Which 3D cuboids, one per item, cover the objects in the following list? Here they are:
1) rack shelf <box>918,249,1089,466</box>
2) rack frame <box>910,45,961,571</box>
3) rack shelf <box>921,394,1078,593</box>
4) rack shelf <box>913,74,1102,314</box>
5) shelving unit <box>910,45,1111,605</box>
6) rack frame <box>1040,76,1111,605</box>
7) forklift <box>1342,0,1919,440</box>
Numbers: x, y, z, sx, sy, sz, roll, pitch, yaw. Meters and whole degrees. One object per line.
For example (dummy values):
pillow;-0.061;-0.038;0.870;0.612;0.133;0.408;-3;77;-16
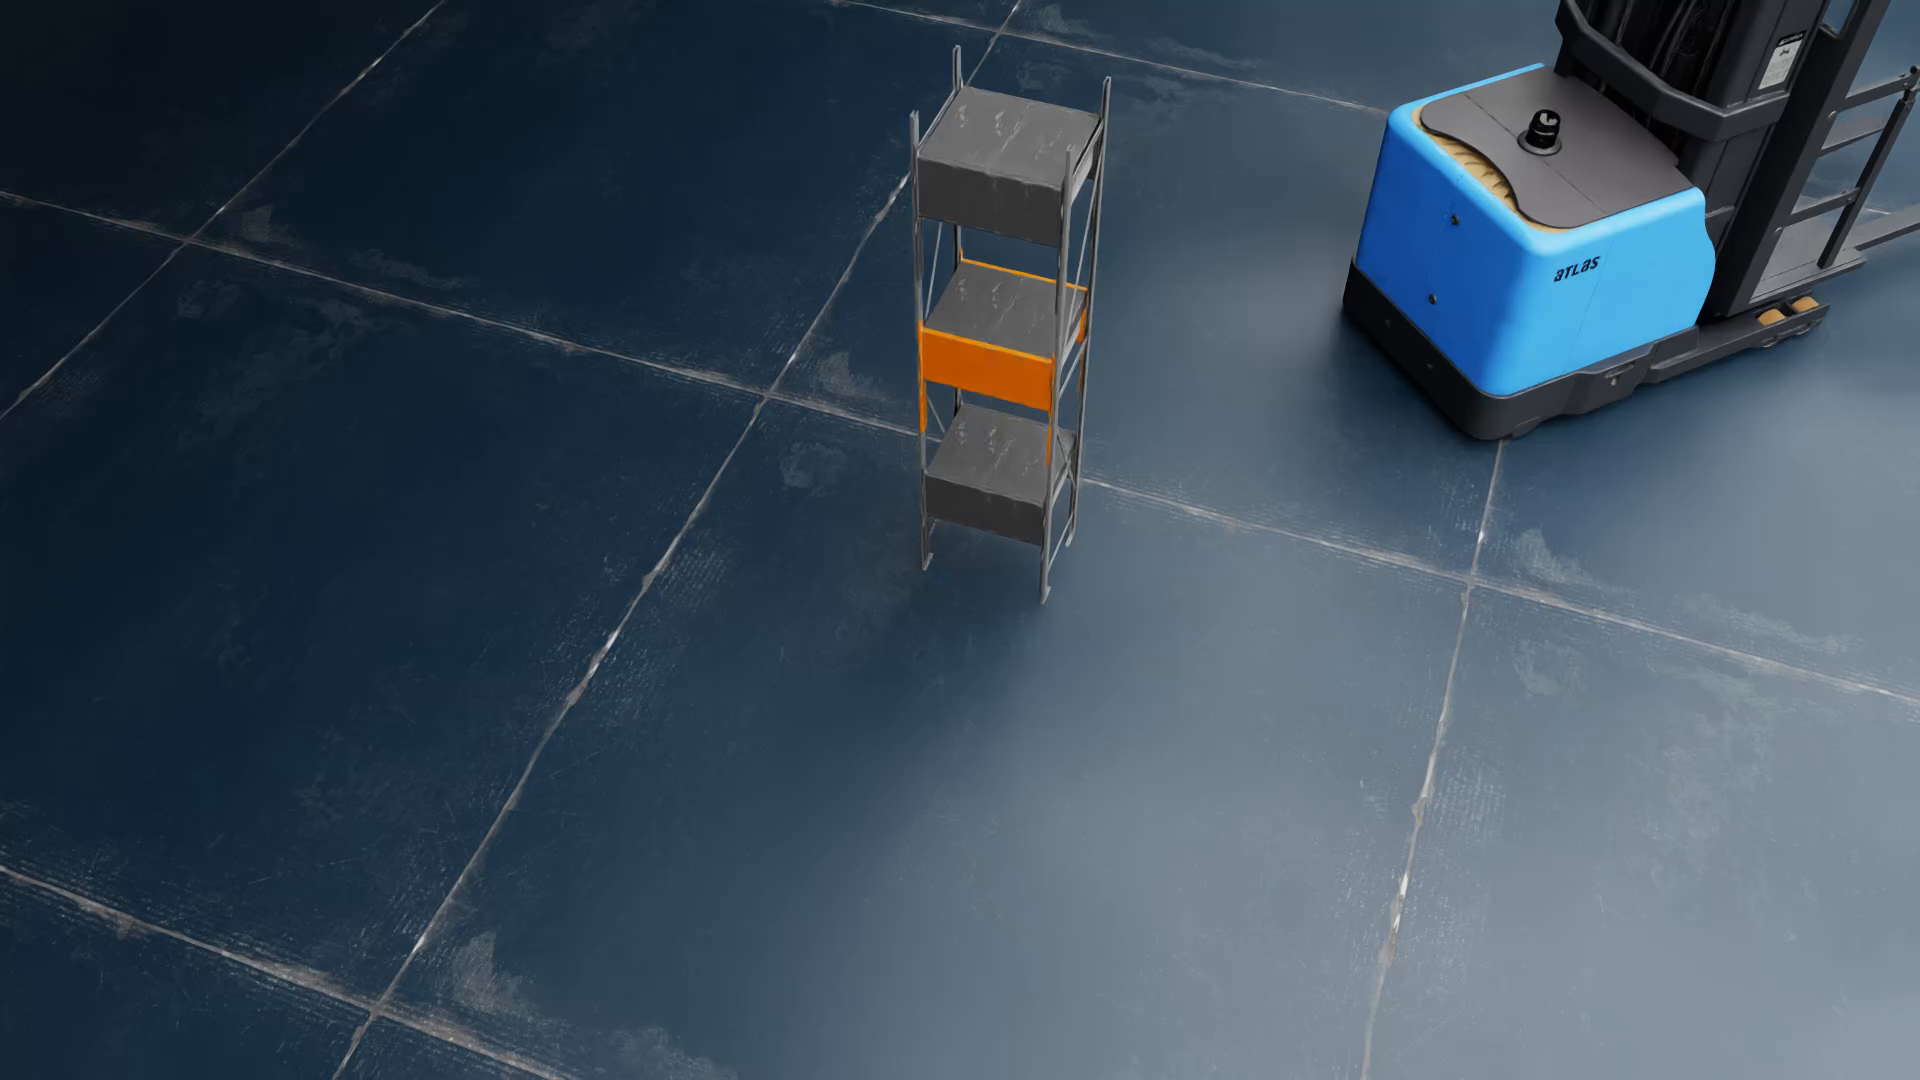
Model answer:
rack shelf;0.155;-0.635;5.796;0.480;0.518;0.431;16;51;13
rack frame;-0.074;-0.708;5.841;0.015;2.100;0.400;16;51;13
rack shelf;0.155;-0.177;6.325;0.480;0.518;0.431;16;51;13
rack shelf;0.155;-1.094;5.267;0.480;0.518;0.431;16;51;13
shelving unit;0.155;-0.644;5.786;0.503;2.100;0.431;16;51;13
rack frame;0.384;-0.580;5.730;0.015;2.100;0.400;16;51;13
forklift;3.269;-2.154;6.544;3.031;2.935;1.130;-20;52;-17
